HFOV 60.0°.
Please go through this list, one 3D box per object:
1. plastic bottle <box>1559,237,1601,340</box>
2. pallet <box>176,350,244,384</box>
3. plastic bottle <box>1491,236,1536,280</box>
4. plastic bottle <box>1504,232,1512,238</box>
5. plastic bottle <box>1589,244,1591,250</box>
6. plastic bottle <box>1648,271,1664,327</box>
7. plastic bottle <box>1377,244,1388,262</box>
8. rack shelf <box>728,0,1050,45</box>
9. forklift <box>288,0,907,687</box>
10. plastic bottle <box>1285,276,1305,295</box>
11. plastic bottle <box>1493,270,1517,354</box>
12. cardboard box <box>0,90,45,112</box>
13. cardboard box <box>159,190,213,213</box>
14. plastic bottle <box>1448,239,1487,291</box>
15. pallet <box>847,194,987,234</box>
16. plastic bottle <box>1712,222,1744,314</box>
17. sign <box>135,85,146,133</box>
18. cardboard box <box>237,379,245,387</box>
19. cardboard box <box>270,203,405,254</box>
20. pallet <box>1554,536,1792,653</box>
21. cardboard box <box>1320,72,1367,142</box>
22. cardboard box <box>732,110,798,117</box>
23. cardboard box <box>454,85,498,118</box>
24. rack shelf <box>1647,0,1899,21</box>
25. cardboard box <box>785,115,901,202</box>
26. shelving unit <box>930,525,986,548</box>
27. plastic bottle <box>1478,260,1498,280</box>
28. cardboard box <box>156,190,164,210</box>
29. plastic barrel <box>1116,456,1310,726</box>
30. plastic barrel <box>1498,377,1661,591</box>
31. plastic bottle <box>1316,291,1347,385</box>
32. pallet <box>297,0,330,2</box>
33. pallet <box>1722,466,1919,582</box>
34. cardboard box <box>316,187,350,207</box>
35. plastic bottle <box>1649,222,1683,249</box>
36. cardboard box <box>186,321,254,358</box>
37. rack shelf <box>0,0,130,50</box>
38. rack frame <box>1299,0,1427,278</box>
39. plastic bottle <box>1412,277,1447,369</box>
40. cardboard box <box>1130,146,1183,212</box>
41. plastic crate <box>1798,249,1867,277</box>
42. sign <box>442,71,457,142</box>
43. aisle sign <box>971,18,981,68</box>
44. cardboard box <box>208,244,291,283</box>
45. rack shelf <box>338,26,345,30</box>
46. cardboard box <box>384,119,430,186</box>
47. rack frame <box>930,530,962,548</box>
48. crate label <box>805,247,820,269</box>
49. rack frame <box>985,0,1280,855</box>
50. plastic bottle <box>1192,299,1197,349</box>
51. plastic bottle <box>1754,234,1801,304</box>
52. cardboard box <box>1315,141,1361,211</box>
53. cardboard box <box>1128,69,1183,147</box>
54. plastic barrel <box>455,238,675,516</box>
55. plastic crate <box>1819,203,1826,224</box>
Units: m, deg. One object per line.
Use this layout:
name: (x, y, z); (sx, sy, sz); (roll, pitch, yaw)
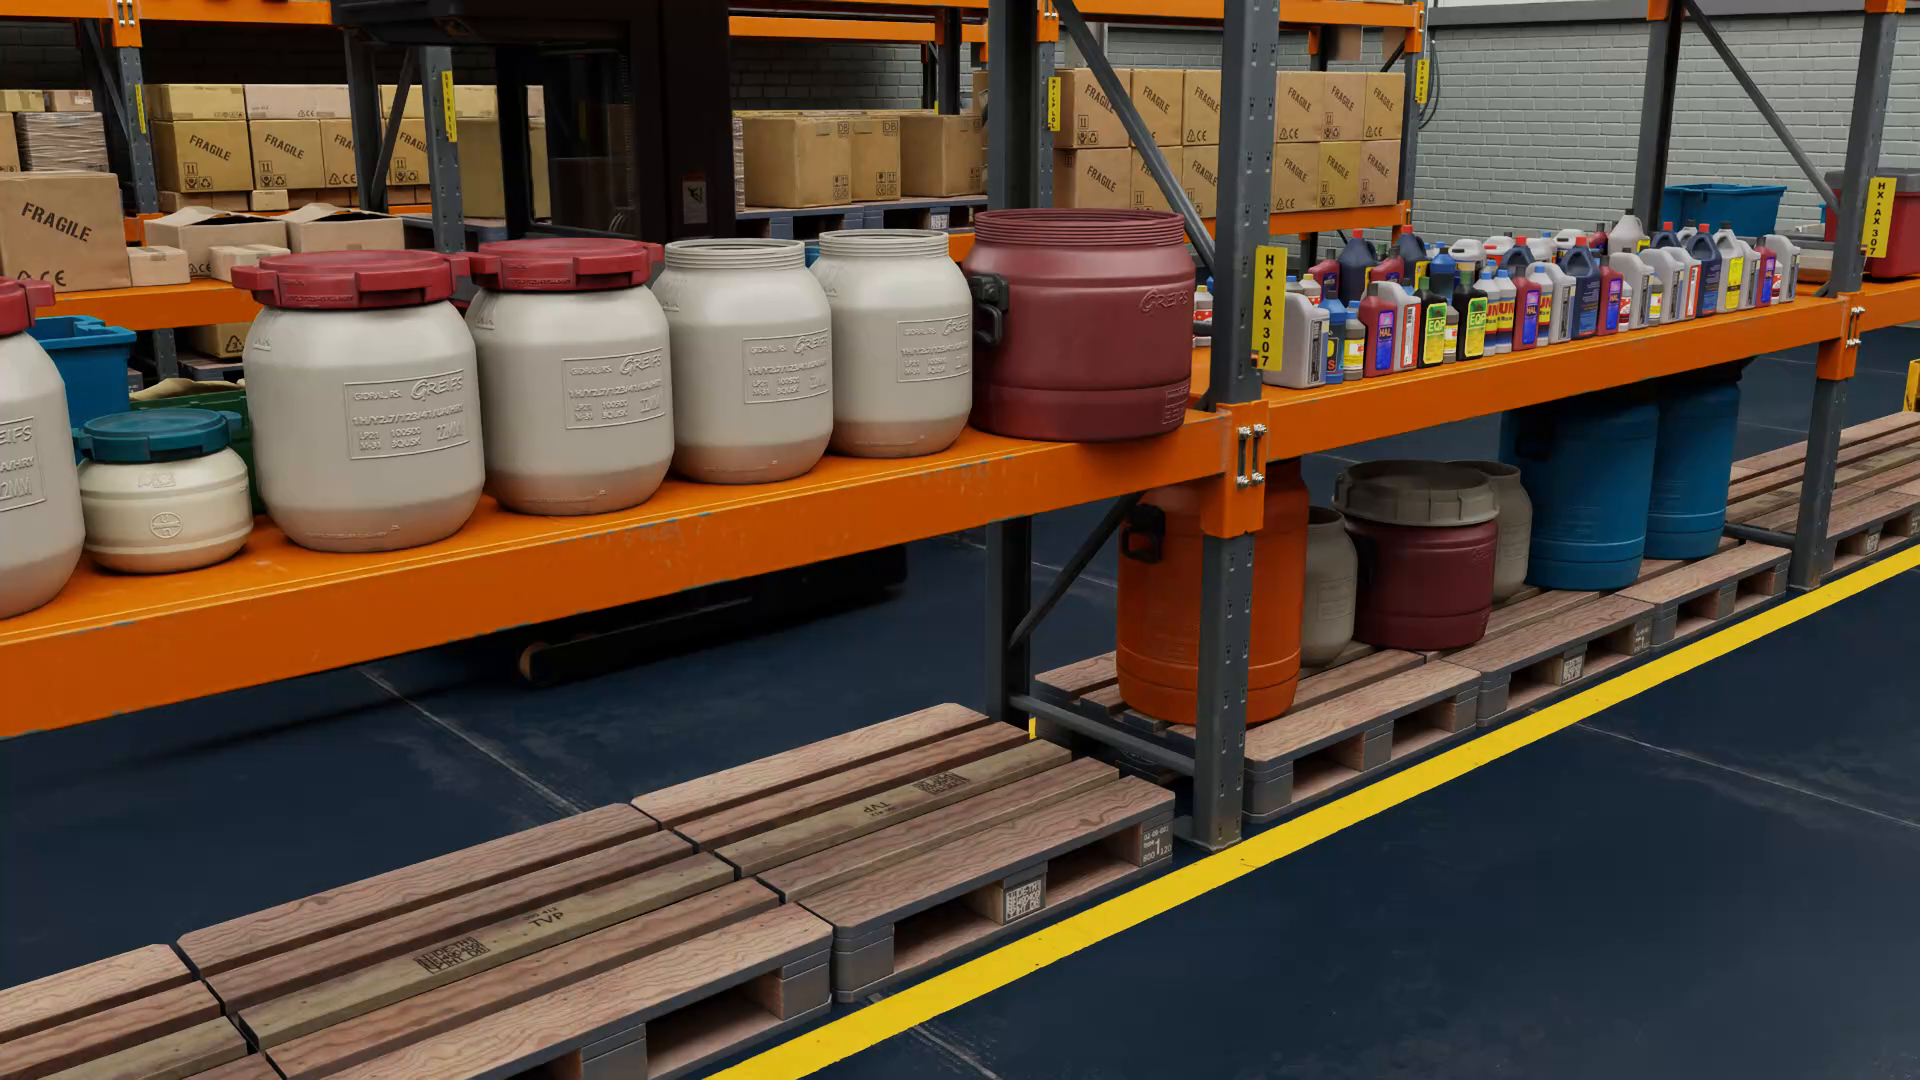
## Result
plastic bottle: (2.163, -0.890, 5.865); (0.185, 0.351, 0.144); (-13, 19, -39)
pallet: (-5.404, -1.343, 12.867); (1.213, 0.211, 1.003); (-13, 19, -39)
plastic bottle: (1.962, -0.897, 5.891); (0.185, 0.351, 0.144); (-13, 19, -39)
plastic bottle: (2.246, -1.134, 6.909); (0.133, 0.283, 0.061); (-13, 19, -39)
plastic bottle: (2.740, -1.199, 7.312); (0.097, 0.201, 0.097); (0, 15, 0)
plastic bottle: (2.560, -0.899, 6.189); (0.097, 0.201, 0.097); (0, 15, 0)
plastic bottle: (1.582, -0.985, 6.351); (0.133, 0.283, 0.061); (-13, 19, -39)
rack shelf: (-1.285, -3.048, 9.429); (4.000, 0.370, 1.077); (-13, 19, -39)
forklift: (-1.674, -1.021, 6.392); (3.031, 2.935, 1.130); (-13, 20, -40)
plastic bottle: (1.194, -0.852, 6.012); (0.097, 0.201, 0.097); (0, 15, 0)
plastic bottle: (1.796, -0.761, 5.537); (0.097, 0.271, 0.097); (0, 15, 0)
cardboard box: (-6.522, -3.024, 11.454); (0.380, 0.149, 0.250); (12, 19, 38)
cardboard box: (-5.648, -2.470, 12.132); (0.250, 0.149, 0.380); (-13, 20, -40)
plastic bottle: (2.000, -1.060, 6.645); (0.135, 0.276, 0.152); (-13, 19, -39)
pallet: (-0.451, -2.078, 10.589); (1.213, 0.211, 1.003); (-13, 19, -39)
plastic bottle: (2.994, -1.077, 6.564); (0.185, 0.351, 0.144); (-13, 19, -39)
sign: (-5.685, -2.988, 11.534); (0.005, 0.325, 0.100); (-13, 19, -39)
cardboard box: (-3.382, -0.721, 8.565); (0.500, 0.311, 0.500); (-12, 19, -38)
cardboard box: (-3.097, -1.511, 8.267); (0.500, 0.311, 0.500); (-11, 19, -36)
pallet: (2.863, 0.150, 7.280); (1.213, 0.211, 1.003); (-13, 19, -39)
cardboard box: (2.705, -3.279, 12.583); (0.500, 0.500, 0.500); (-12, 19, -38)
cardboard box: (-2.057, -3.605, 15.352); (0.700, 0.700, 0.980); (-13, 20, -41)
cardboard box: (-3.992, -3.512, 13.325); (0.500, 0.250, 0.500); (-12, 19, -38)
rack shelf: (1.964, -2.083, 5.816); (4.000, 0.370, 1.077); (-13, 19, -39)
cardboard box: (-0.758, -2.370, 10.305); (0.500, 0.500, 0.700); (-9, 17, -31)
shelving unit: (0.006, -0.436, 8.139); (0.210, 0.900, 0.258); (-13, 19, -39)
plastic bottle: (2.096, -1.002, 6.575); (0.097, 0.201, 0.097); (0, 15, 0)
cardboard box: (-5.971, -2.564, 12.486); (0.250, 0.149, 0.380); (-12, 19, -38)
plastic barrel: (0.813, 0.117, 5.391); (0.708, 0.830, 0.600); (-13, 19, -39)
plastic barrel: (2.517, -0.300, 6.814); (0.708, 0.901, 0.600); (-13, 19, -39)
plastic bottle: (1.099, -0.605, 4.951); (0.097, 0.271, 0.097); (0, 15, 0)
pallet: (-4.756, -4.238, 12.858); (1.213, 0.211, 1.003); (-12, 19, -37)
pallet: (4.002, -0.105, 8.233); (1.213, 0.211, 1.003); (-13, 19, -39)
cardboard box: (-4.897, -2.652, 12.813); (0.250, 0.149, 0.380); (-12, 19, -38)
plastic bottle: (2.760, -1.073, 6.552); (0.185, 0.351, 0.144); (-13, 19, -39)
cardboard box: (-5.408, -1.834, 12.657); (0.750, 0.750, 0.750); (-13, 20, -40)
rack shelf: (-7.557, -3.334, 10.500); (4.000, 0.370, 1.077); (-13, 19, -39)
rack frame: (3.241, -2.962, 13.528); (0.127, 3.000, 1.000); (-13, 19, -39)
plastic bottle: (1.474, -0.688, 5.241); (0.133, 0.283, 0.061); (-13, 19, -39)
cardboard box: (1.171, -2.454, 11.430); (0.500, 0.500, 0.500); (-12, 19, -38)
plastic crate: (3.917, -1.272, 7.596); (0.243, 0.136, 0.396); (-13, 19, -39)
sign: (-2.427, -2.059, 7.903); (0.005, 0.325, 0.100); (-13, 19, -39)
aisle sign: (0.238, -5.136, 16.628); (0.004, 0.787, 0.394); (-13, 19, -39)
cardboard box: (-3.291, -1.280, 7.715); (0.250, 0.149, 0.380); (-13, 19, -39)
rack shelf: (-4.303, -2.370, 6.892); (4.000, 0.370, 1.077); (-13, 19, -39)
cardboard box: (-4.350, -3.066, 13.105); (0.500, 0.500, 0.500); (-12, 19, -38)
rack frame: (-0.071, -0.419, 8.075); (0.006, 0.900, 0.240); (-13, 19, -39)
crate label: (-0.472, -0.544, 4.404); (0.616, 0.435, 0.502); (-13, 19, -39)
rack frame: (0.455, -0.642, 4.842); (0.127, 3.000, 1.000); (-13, 19, -39)
plastic bottle: (0.753, -0.753, 5.641); (0.097, 0.201, 0.097); (0, 15, 0)
plastic bottle: (3.387, -1.130, 6.909); (0.135, 0.276, 0.152); (-13, 19, -39)
cardboard box: (2.693, -2.793, 12.701); (0.500, 0.500, 0.500); (-12, 19, -39)
cardboard box: (1.153, -2.929, 11.271); (0.500, 0.500, 0.500); (-13, 20, -41)
plastic barrel: (-0.817, -0.347, 3.474); (0.433, 0.535, 0.433); (0, 15, 0)
plastic crate: (4.868, -1.694, 8.987); (0.300, 0.233, 0.416); (-13, 19, -39)
